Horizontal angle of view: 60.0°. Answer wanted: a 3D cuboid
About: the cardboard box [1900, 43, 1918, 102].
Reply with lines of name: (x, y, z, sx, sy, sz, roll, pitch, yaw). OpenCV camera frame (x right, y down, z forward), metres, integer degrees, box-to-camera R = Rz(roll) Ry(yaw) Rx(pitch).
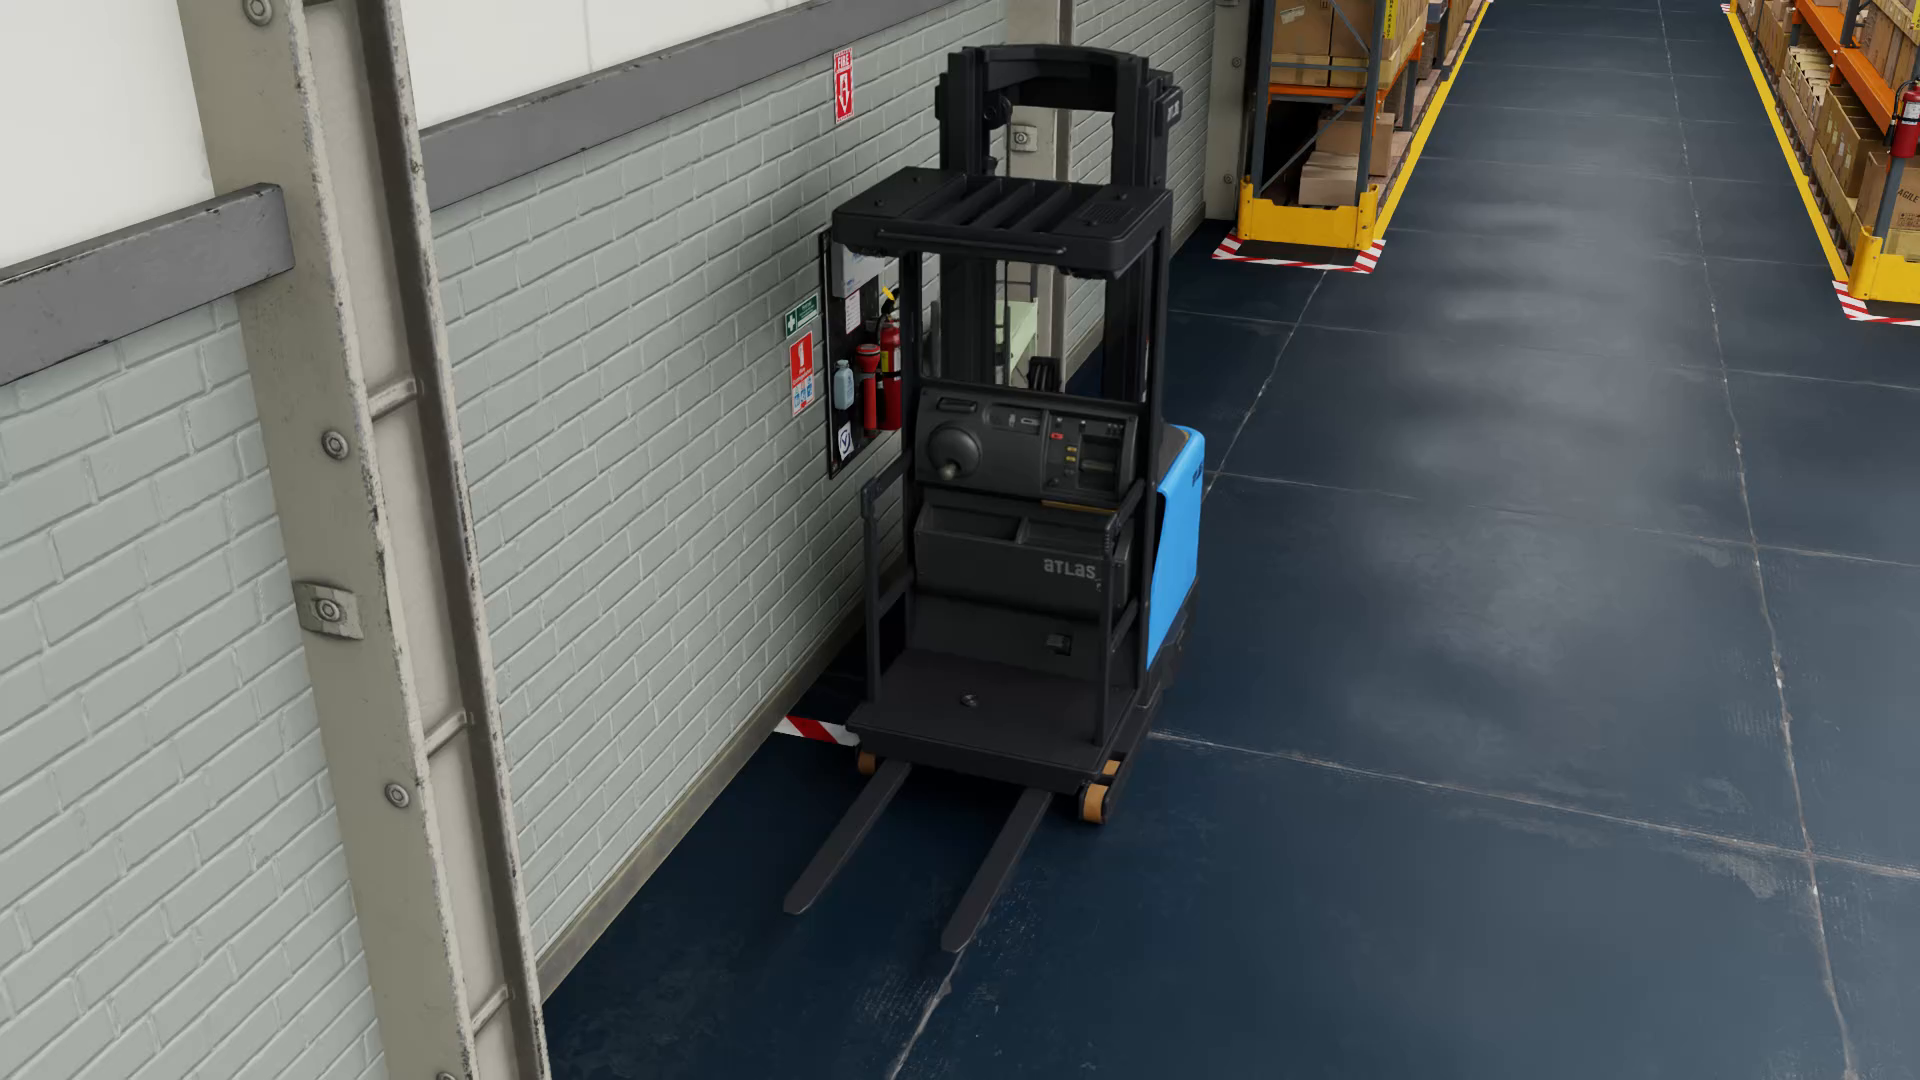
cardboard box: (8.040, -3.721, 13.378, 0.700, 0.500, 0.500, 9, 27, 19)

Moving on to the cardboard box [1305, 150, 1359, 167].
cardboard box: (3.535, -3.480, 15.575, 0.500, 0.311, 0.500, 11, 28, 22)

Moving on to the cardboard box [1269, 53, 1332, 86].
cardboard box: (3.002, -4.148, 14.524, 0.500, 0.250, 0.500, 9, 27, 18)

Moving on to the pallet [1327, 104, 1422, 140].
pallet: (4.619, -4.695, 18.705, 1.003, 0.211, 1.213, 9, 27, 17)

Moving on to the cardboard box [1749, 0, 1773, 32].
cardboard box: (11.618, -7.549, 23.763, 0.500, 0.500, 0.500, 9, 27, 17)

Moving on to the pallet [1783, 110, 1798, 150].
pallet: (9.646, -4.470, 18.239, 1.003, 0.211, 1.213, 9, 27, 17)

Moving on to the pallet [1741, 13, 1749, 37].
pallet: (12.329, -7.731, 24.975, 1.003, 0.211, 1.213, 9, 27, 17)

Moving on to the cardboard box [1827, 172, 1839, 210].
cardboard box: (8.090, -3.102, 14.889, 0.500, 0.250, 0.500, 9, 27, 17)

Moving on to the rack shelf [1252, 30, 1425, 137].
rack shelf: (3.695, -4.484, 15.895, 1.077, 0.370, 4.000, 9, 27, 17)

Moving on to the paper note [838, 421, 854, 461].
paper note: (-0.532, -0.464, 7.778, 0.016, 0.148, 0.142, 9, 27, 17)

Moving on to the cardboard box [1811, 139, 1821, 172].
cardboard box: (8.593, -3.718, 16.161, 0.500, 0.250, 0.500, 9, 27, 17)

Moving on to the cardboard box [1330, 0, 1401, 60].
cardboard box: (3.472, -4.418, 14.221, 0.500, 0.500, 0.500, 9, 27, 18)

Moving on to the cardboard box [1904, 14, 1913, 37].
cardboard box: (7.993, -4.215, 13.654, 0.380, 0.149, 0.250, 10, 27, 19)

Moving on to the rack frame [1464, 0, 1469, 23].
rack frame: (7.023, -8.918, 24.226, 1.000, 3.000, 0.127, 9, 27, 17)

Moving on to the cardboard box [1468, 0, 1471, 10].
cardboard box: (7.539, -8.480, 25.709, 0.700, 0.500, 0.500, 8, 27, 17)

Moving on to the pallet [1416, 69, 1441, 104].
pallet: (5.430, -5.698, 20.776, 1.003, 0.211, 1.213, 9, 27, 17)

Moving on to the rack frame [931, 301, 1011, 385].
rack frame: (0.054, -0.492, 8.545, 0.400, 1.500, 0.023, 6, 26, 12)

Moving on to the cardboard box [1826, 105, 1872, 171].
cardboard box: (8.251, -3.646, 15.151, 0.500, 0.500, 0.500, 9, 27, 17)

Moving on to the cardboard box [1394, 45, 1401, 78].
cardboard box: (3.651, -4.298, 14.834, 0.500, 0.250, 0.500, 8, 27, 16)

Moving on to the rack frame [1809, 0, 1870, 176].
rack frame: (9.033, -4.913, 15.956, 1.000, 3.000, 0.127, 9, 27, 17)

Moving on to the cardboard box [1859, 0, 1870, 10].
cardboard box: (9.480, -5.488, 17.028, 0.500, 0.500, 0.500, 11, 28, 21)

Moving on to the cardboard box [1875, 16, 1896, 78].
cardboard box: (8.552, -4.352, 14.681, 0.700, 0.500, 0.500, 9, 27, 18)

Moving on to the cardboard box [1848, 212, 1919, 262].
cardboard box: (7.602, -2.484, 13.612, 0.500, 0.250, 0.500, 9, 27, 17)

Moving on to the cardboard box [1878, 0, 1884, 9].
cardboard box: (8.508, -4.850, 14.967, 0.380, 0.149, 0.250, 8, 27, 17)

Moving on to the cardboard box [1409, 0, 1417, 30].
cardboard box: (3.984, -5.045, 15.516, 0.500, 0.500, 0.500, 10, 27, 19)

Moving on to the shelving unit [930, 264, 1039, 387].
shelving unit: (0.136, -0.647, 8.866, 0.431, 1.500, 0.755, 6, 26, 12)

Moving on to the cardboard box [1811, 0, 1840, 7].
cardboard box: (9.884, -6.177, 18.669, 0.500, 0.311, 0.500, 8, 27, 17)

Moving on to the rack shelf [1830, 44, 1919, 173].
rack shelf: (8.368, -3.768, 14.415, 1.077, 0.370, 4.000, 9, 27, 17)

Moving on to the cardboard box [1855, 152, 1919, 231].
cardboard box: (7.600, -2.822, 13.449, 0.500, 0.500, 0.500, 9, 27, 17)

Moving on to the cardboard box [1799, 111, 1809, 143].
cardboard box: (9.068, -4.285, 17.331, 0.500, 0.250, 0.500, 8, 27, 17)

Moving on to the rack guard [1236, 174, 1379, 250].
rack guard: (3.055, -2.892, 14.650, 1.175, 0.500, 0.348, 9, 27, 17)

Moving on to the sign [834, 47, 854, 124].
sign: (-0.505, -1.978, 7.234, 0.001, 0.298, 0.199, 9, 27, 17)

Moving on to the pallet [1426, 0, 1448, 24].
pallet: (4.752, -5.837, 18.083, 1.003, 0.211, 1.213, 9, 27, 17)

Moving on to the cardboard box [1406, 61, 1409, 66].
cardboard box: (4.715, -5.228, 18.968, 0.700, 0.500, 0.500, 8, 27, 16)

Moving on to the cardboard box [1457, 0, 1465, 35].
cardboard box: (6.636, -7.487, 23.257, 0.750, 0.750, 0.750, 10, 27, 19)

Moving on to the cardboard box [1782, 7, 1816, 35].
cardboard box: (10.469, -6.410, 20.549, 0.500, 0.250, 0.500, 10, 28, 19)

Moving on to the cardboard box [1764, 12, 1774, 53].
cardboard box: (10.964, -6.685, 21.979, 0.500, 0.500, 0.500, 9, 27, 18)

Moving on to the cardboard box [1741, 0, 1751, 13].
cardboard box: (12.245, -8.212, 25.419, 0.500, 0.250, 0.500, 9, 27, 17)

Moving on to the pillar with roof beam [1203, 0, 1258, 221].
pillar with roof beam: (6.507, -6.475, 12.298, 9.100, 9.000, 0.400, 9, 27, 17)

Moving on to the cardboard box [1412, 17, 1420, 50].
cardboard box: (4.163, -4.921, 16.120, 0.500, 0.250, 0.500, 9, 27, 17)

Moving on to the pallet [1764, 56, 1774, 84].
pallet: (11.056, -6.103, 21.613, 1.003, 0.211, 1.213, 9, 27, 17)

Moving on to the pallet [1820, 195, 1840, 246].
pallet: (8.325, -2.834, 14.862, 1.003, 0.211, 1.213, 9, 27, 17)

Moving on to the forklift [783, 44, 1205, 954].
forklift: (0.193, -0.354, 6.618, 1.130, 2.935, 3.031, 9, 27, 18)

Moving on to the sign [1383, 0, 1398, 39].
sign: (3.541, -4.297, 13.690, 0.100, 0.325, 0.005, 9, 27, 17)

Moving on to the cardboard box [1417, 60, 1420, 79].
cardboard box: (5.220, -5.849, 20.251, 0.700, 0.500, 0.500, 9, 27, 17)

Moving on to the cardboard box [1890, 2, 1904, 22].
cardboard box: (8.249, -4.531, 14.307, 0.380, 0.149, 0.250, 9, 27, 17)

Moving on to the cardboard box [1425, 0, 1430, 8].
cardboard box: (4.495, -5.670, 16.807, 0.500, 0.500, 0.500, 9, 27, 17)

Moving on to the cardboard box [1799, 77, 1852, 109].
cardboard box: (9.233, -4.745, 17.637, 0.500, 0.311, 0.500, 9, 27, 17)

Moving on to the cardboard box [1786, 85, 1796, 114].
cardboard box: (9.580, -4.915, 18.632, 0.500, 0.250, 0.500, 8, 27, 16)

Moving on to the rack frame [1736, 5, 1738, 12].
rack frame: (13.027, -9.845, 26.141, 1.000, 3.000, 0.127, 9, 27, 17)

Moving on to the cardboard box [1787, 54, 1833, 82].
cardboard box: (9.746, -5.371, 18.931, 0.500, 0.311, 0.500, 8, 27, 16)

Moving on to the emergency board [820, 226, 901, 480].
emergency board: (-0.408, -0.924, 7.716, 0.194, 1.169, 0.643, 9, 27, 17)

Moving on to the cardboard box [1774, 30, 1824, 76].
cardboard box: (10.454, -6.048, 20.664, 0.500, 0.500, 0.500, 10, 28, 19)

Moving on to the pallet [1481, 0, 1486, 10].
pallet: (8.162, -8.966, 27.527, 1.003, 0.211, 1.213, 9, 27, 17)
